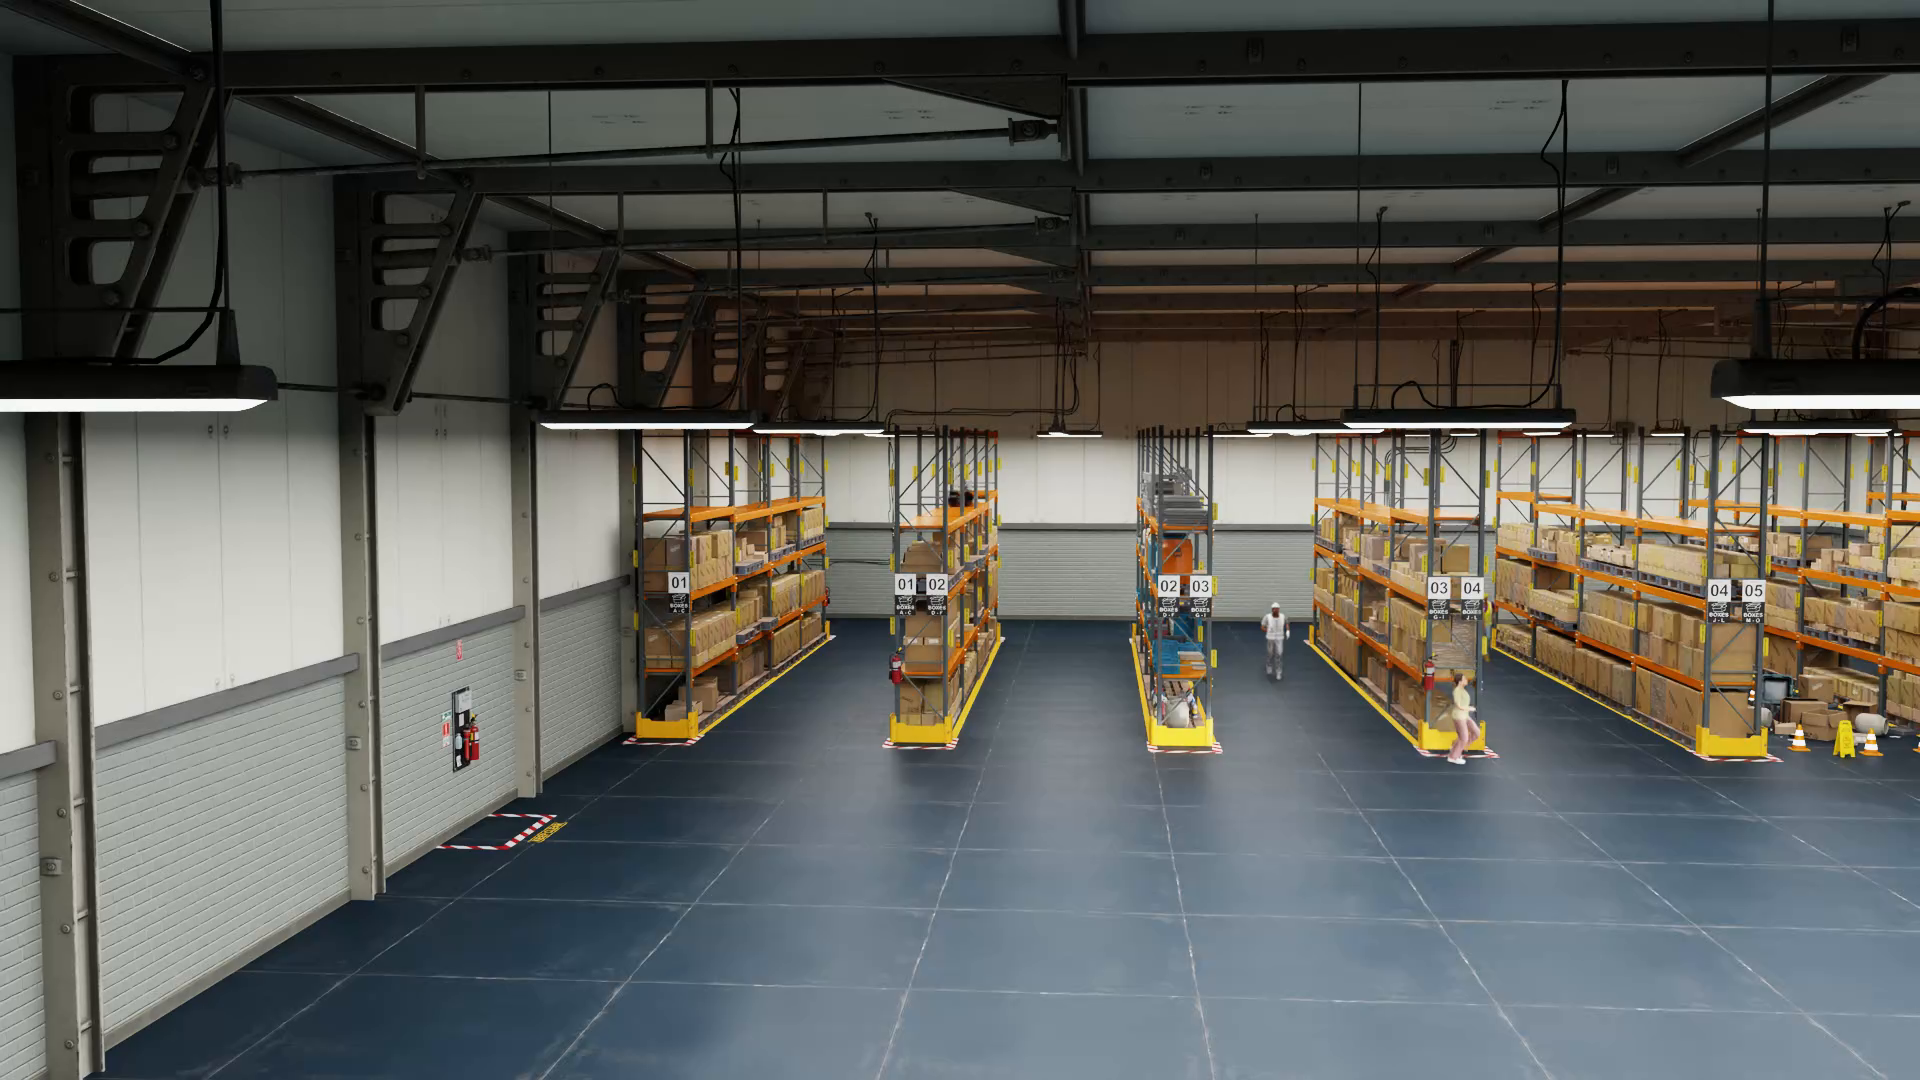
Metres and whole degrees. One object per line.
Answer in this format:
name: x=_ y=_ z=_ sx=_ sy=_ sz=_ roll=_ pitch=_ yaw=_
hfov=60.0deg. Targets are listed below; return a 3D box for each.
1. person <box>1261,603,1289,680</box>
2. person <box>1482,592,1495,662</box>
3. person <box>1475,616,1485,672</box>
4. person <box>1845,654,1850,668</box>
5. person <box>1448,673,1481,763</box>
person: x=7.592 y=2.417 z=40.075 sx=0.708 sy=1.818 sz=0.866 roll=0 pitch=3 yaw=3
person: x=13.602 y=2.257 z=43.277 sx=0.678 sy=1.844 sz=0.864 roll=0 pitch=3 yaw=7
person: x=12.793 y=2.426 z=41.385 sx=0.600 sy=1.678 sz=0.932 roll=0 pitch=3 yaw=1
person: x=21.514 y=2.436 z=40.557 sx=0.669 sy=1.680 sz=0.618 roll=0 pitch=3 yaw=5
person: x=8.880 y=3.146 z=29.348 sx=0.542 sy=1.621 sz=0.597 roll=2 pitch=4 yaw=32
